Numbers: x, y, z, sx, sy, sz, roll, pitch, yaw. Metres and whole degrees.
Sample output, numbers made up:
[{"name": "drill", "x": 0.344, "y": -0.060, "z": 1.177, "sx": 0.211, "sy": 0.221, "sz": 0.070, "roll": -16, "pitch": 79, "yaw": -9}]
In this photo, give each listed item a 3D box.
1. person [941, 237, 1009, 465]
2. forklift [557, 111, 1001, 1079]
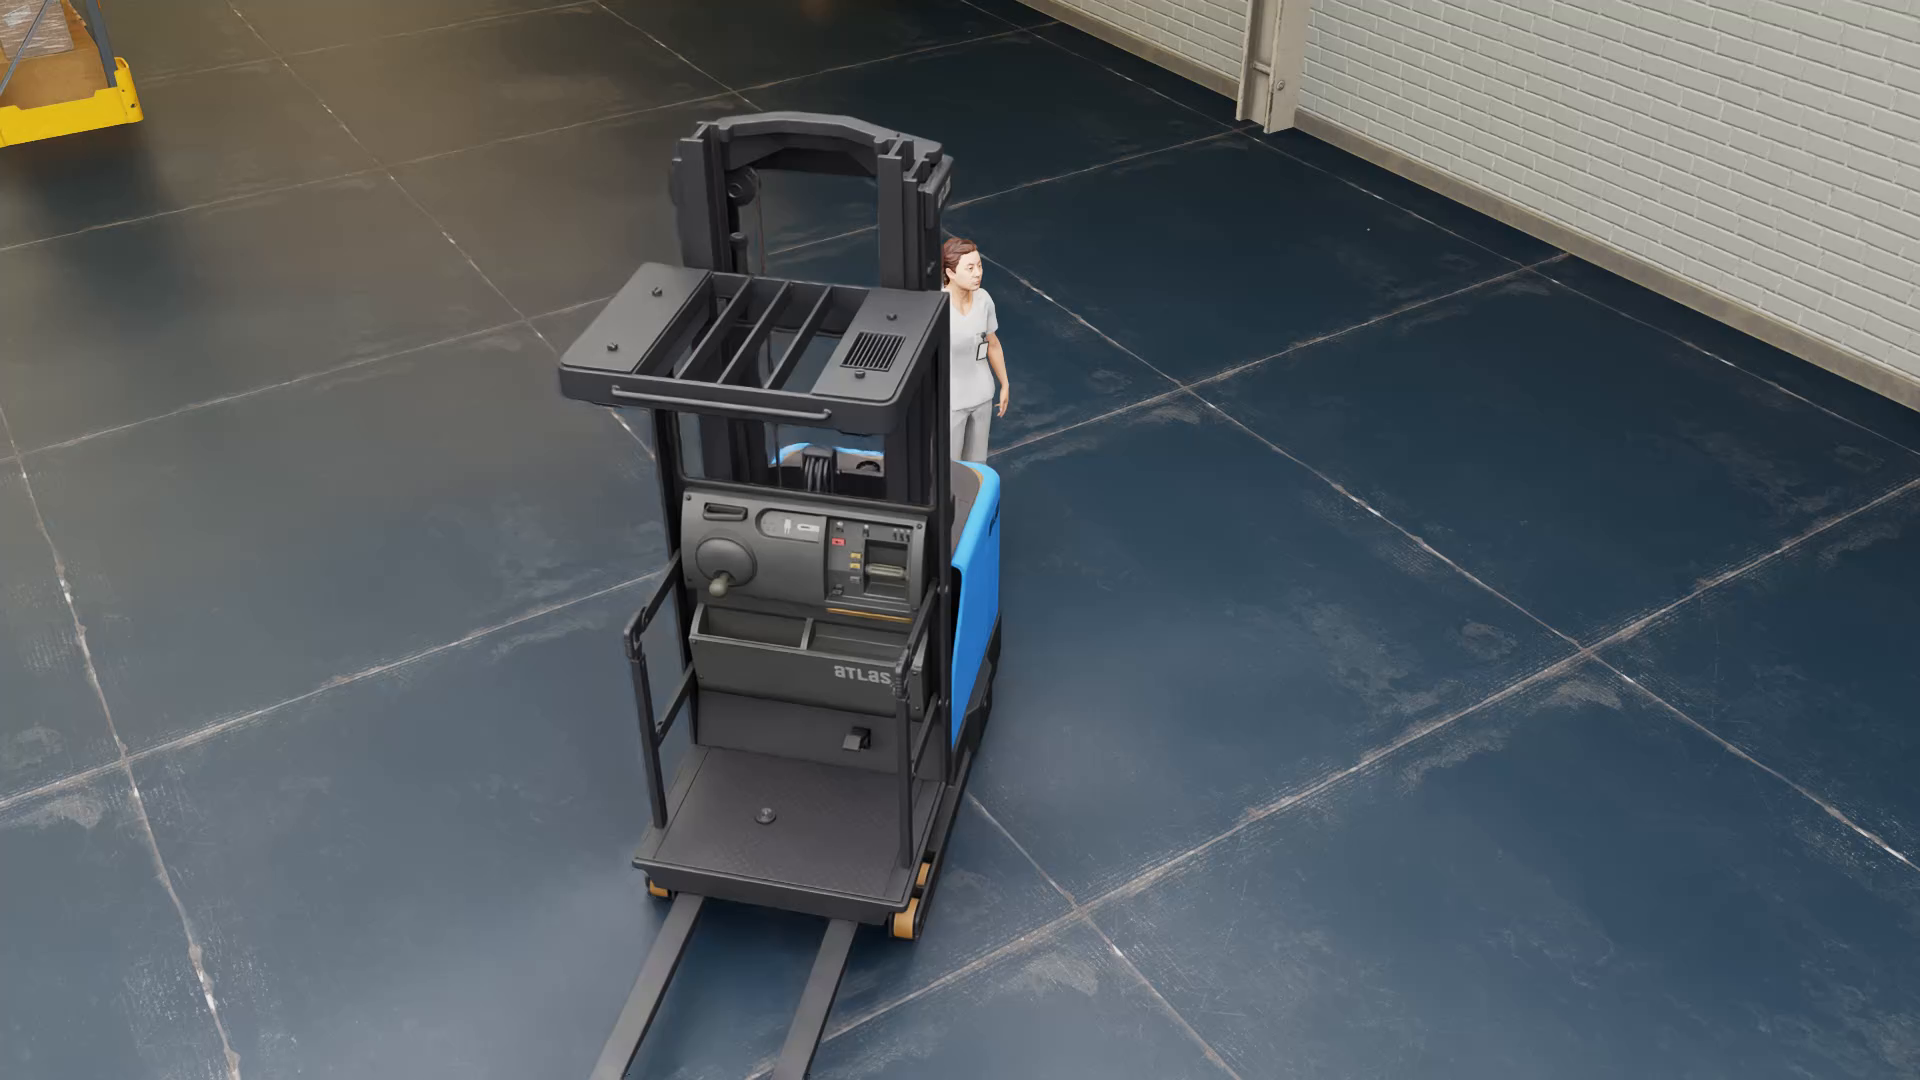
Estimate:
[{"name": "person", "x": 0.029, "y": -0.652, "z": 8.154, "sx": 0.549, "sy": 1.674, "sz": 0.548, "roll": -21, "pitch": 40, "yaw": -27}, {"name": "forklift", "x": -0.628, "y": 0.116, "z": 5.983, "sx": 1.130, "sy": 2.935, "sz": 3.031, "roll": 7, "pitch": 36, "yaw": 10}]
